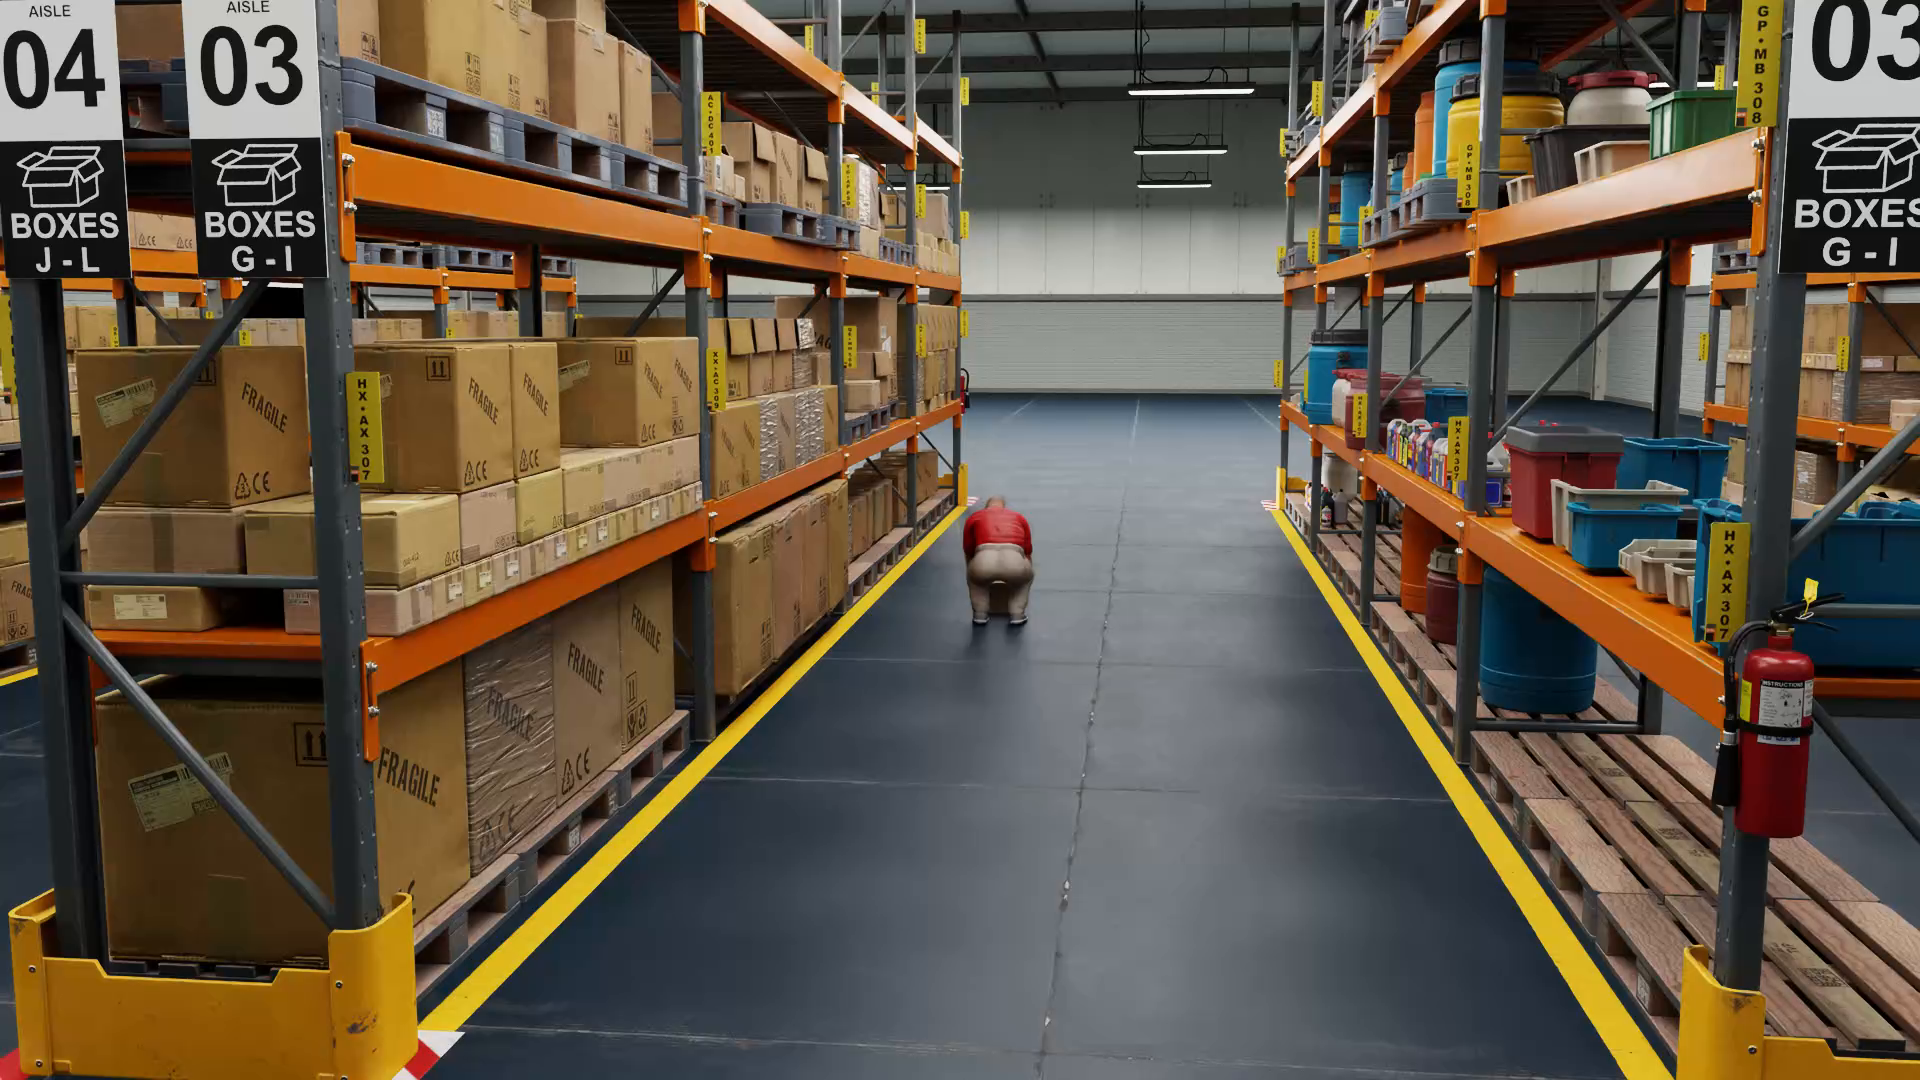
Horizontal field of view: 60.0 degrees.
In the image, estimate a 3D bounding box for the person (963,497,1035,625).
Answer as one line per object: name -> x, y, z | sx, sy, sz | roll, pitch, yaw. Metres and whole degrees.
person -> 0.289, 0.164, 12.774 | 0.566, 0.908, 0.880 | 1, 8, 6
